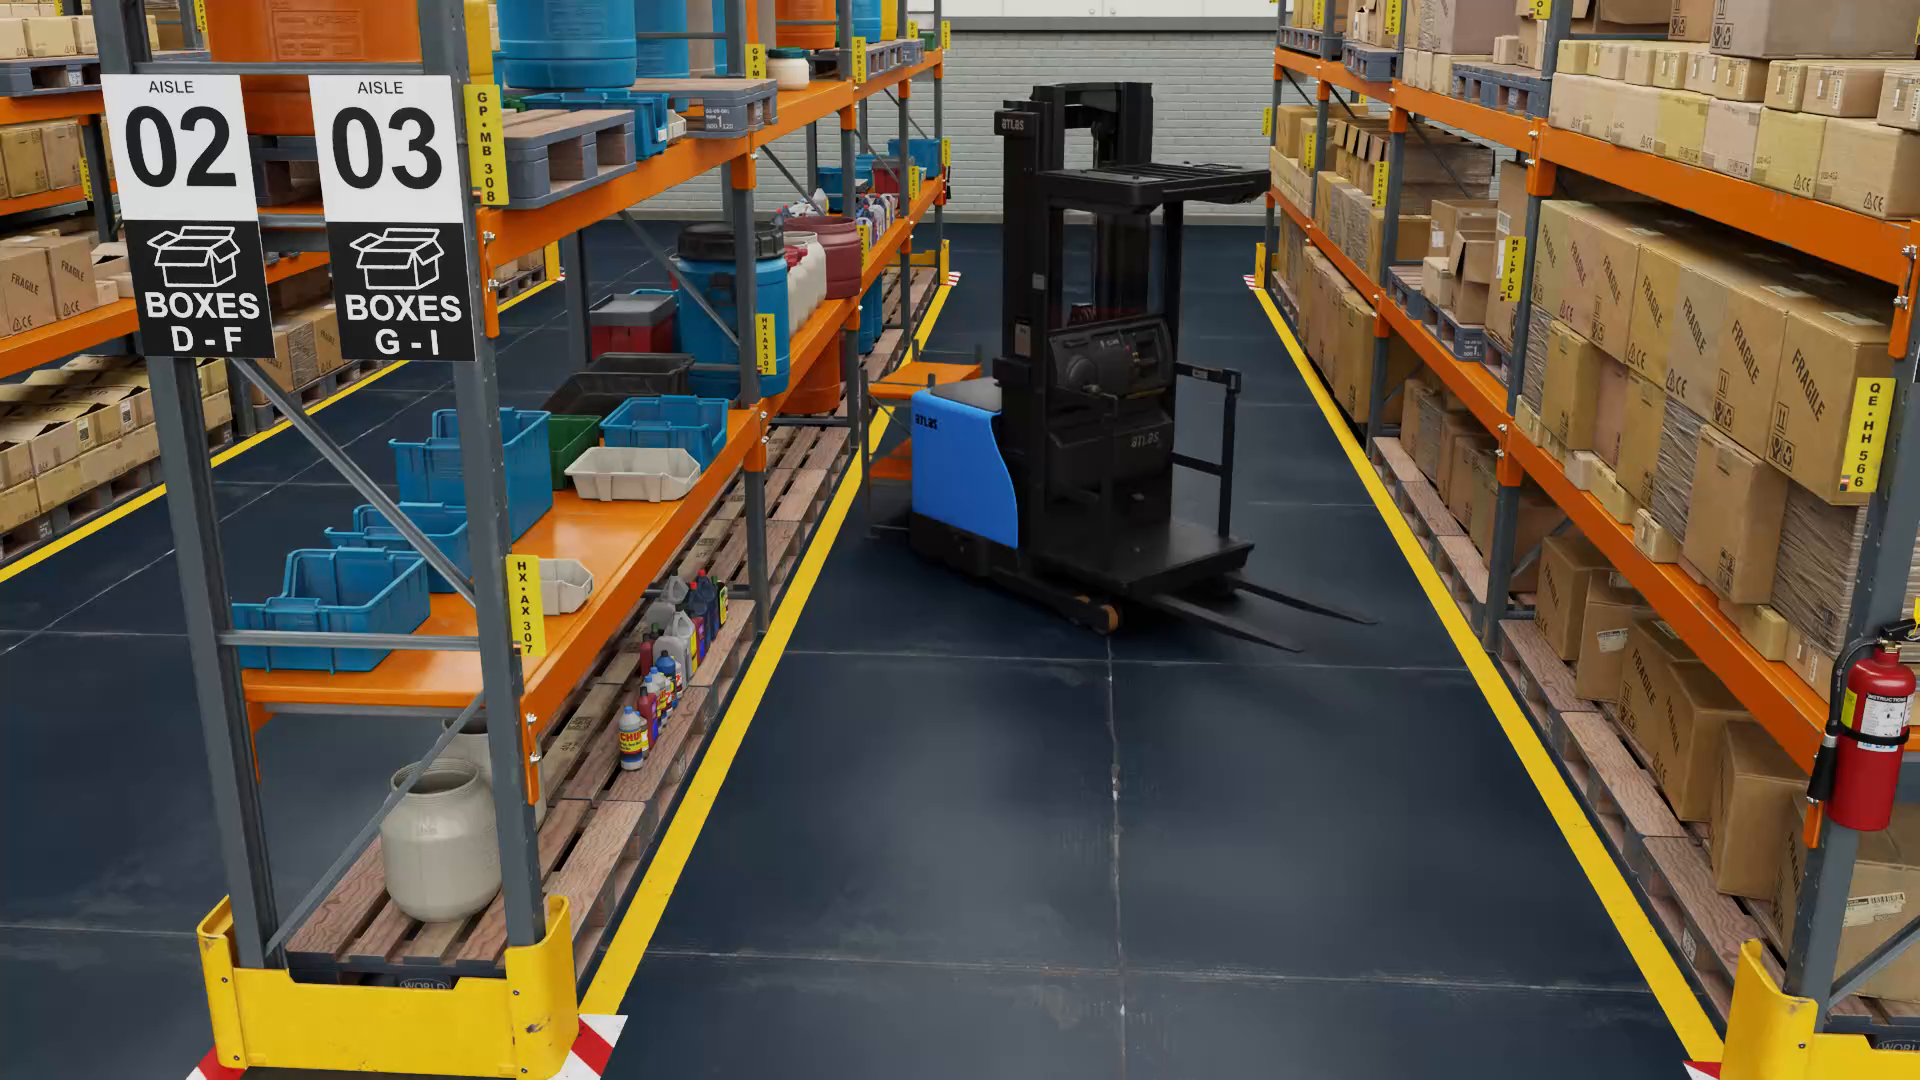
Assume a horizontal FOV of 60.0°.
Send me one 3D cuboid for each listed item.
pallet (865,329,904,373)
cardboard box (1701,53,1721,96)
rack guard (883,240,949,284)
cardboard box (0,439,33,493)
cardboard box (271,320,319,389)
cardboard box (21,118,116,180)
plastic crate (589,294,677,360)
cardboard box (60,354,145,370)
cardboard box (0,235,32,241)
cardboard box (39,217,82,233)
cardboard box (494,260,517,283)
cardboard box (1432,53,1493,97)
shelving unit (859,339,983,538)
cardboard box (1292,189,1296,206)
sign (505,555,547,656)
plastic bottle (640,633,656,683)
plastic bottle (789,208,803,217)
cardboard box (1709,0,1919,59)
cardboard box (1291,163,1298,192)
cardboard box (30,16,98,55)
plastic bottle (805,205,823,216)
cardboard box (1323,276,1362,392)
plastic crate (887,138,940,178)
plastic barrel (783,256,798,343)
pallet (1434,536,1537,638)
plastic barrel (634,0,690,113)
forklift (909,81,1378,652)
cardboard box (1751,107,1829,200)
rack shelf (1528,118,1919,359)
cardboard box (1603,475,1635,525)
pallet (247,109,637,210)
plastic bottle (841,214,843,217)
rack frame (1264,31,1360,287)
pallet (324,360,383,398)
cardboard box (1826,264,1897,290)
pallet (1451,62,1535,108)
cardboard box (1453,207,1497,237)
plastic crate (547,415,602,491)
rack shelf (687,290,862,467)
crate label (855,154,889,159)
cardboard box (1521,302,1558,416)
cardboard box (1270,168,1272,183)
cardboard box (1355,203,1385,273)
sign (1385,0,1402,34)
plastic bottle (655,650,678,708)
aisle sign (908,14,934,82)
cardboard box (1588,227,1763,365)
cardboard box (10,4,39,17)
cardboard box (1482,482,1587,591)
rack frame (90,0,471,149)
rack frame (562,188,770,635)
[{"bbox_3d":[-1.103,-1.845,16.215,1.003,0.211,1.213,1,18,4],"label":"pallet"},{"bbox_3d":[2.949,-1.696,6.065,0.380,0.149,0.250,0,18,1],"label":"cardboard box"},{"bbox_3d":[-0.730,-3.471,20.713,1.175,0.500,0.348,1,18,4],"label":"rack guard"},{"bbox_3d":[-6.200,-0.473,10.392,0.500,0.311,0.500,1,18,3],"label":"cardboard box"},{"bbox_3d":[-5.883,-1.597,14.288,0.500,0.500,0.500,1,18,2],"label":"cardboard box"},{"bbox_3d":[-10.668,-4.630,19.754,0.980,0.700,0.700,1,18,3],"label":"cardboard box"},{"bbox_3d":[-1.850,-1.112,9.396,0.402,0.464,0.583,1,18,4],"label":"plastic crate"},{"bbox_3d":[-6.563,-1.282,12.858,0.500,0.311,0.500,2,18,6],"label":"cardboard box"},{"bbox_3d":[-10.525,-3.282,18.421,0.380,0.149,0.250,2,18,6],"label":"cardboard box"},{"bbox_3d":[-10.795,-3.781,19.943,0.380,0.149,0.250,1,18,4],"label":"cardboard box"},{"bbox_3d":[-5.551,-3.197,19.570,0.500,0.250,0.500,1,18,4],"label":"cardboard box"},{"bbox_3d":[3.296,-2.951,10.534,0.500,0.250,0.500,2,18,5],"label":"cardboard box"},{"bbox_3d":[-0.245,-0.689,11.218,0.538,1.125,1.048,6,19,17],"label":"shelving unit"},{"bbox_3d":[3.703,-3.601,17.498,0.380,0.149,0.250,2,18,5],"label":"cardboard box"},{"bbox_3d":[-1.318,0.200,5.050,0.100,0.325,0.005,1,18,4],"label":"sign"},{"bbox_3d":[-1.497,0.572,8.016,0.061,0.283,0.133,1,18,4],"label":"plastic bottle"},{"bbox_3d":[-1.502,-2.855,15.018,0.152,0.276,0.135,1,18,4],"label":"plastic bottle"},{"bbox_3d":[2.933,-1.910,5.677,0.500,0.500,0.500,1,18,4],"label":"cardboard box"},{"bbox_3d":[3.775,-3.831,17.559,0.500,0.250,0.500,2,18,5],"label":"cardboard box"},{"bbox_3d":[-6.229,-3.527,11.618,0.500,0.250,0.500,2,18,5],"label":"cardboard box"},{"bbox_3d":[-1.334,-2.924,15.228,0.152,0.276,0.135,1,18,4],"label":"plastic bottle"},{"bbox_3d":[3.790,-1.736,14.143,1.225,0.875,0.875,1,18,4],"label":"cardboard box"},{"bbox_3d":[-0.557,-4.588,19.955,0.616,0.435,0.499,1,18,4],"label":"plastic crate"},{"bbox_3d":[-1.239,-1.509,10.492,0.433,0.535,0.433,0,18,0],"label":"plastic barrel"},{"bbox_3d":[3.415,0.270,9.761,1.003,0.211,1.213,1,18,4],"label":"pallet"},{"bbox_3d":[-1.759,-2.751,8.878,0.600,0.901,0.708,1,18,4],"label":"plastic barrel"},{"bbox_3d":[1.010,-1.041,9.393,1.130,2.935,3.031,-15,23,-38],"label":"forklift"},{"bbox_3d":[2.888,-1.236,5.301,0.500,0.250,0.500,1,18,4],"label":"cardboard box"},{"bbox_3d":[3.218,-1.276,6.338,1.077,0.370,4.000,1,18,4],"label":"rack shelf"},{"bbox_3d":[2.951,-0.168,7.022,0.380,0.149,0.250,1,18,4],"label":"cardboard box"},{"bbox_3d":[-1.709,-1.272,5.475,1.003,0.211,1.213,1,18,4],"label":"pallet"},{"bbox_3d":[-0.986,-2.712,14.462,0.144,0.351,0.185,1,18,4],"label":"plastic bottle"},{"bbox_3d":[4.221,-4.541,19.963,1.000,3.000,0.127,1,18,4],"label":"rack frame"},{"bbox_3d":[-6.051,-1.562,15.351,1.003,0.211,1.213,1,18,4],"label":"pallet"},{"bbox_3d":[3.463,-0.711,6.030,0.500,0.500,0.500,1,18,4],"label":"cardboard box"},{"bbox_3d":[3.583,-2.661,9.712,1.213,0.211,1.003,1,18,4],"label":"pallet"},{"bbox_3d":[3.709,-1.959,11.249,0.700,0.500,0.500,4,19,12],"label":"cardboard box"},{"bbox_3d":[-1.958,-0.408,7.692,0.450,0.188,0.662,1,18,4],"label":"plastic crate"},{"bbox_3d":[-1.436,-1.204,10.934,1.077,0.370,4.000,1,18,4],"label":"rack shelf"},{"bbox_3d":[-1.065,-4.531,20.106,0.416,0.233,0.303,1,18,4],"label":"crate label"},{"bbox_3d":[3.267,-0.864,8.105,0.875,0.500,0.500,1,18,4],"label":"cardboard box"},{"bbox_3d":[3.867,-4.318,19.688,0.380,0.149,0.250,1,18,5],"label":"cardboard box"},{"bbox_3d":[3.478,-2.417,13.321,0.500,0.500,0.500,1,18,3],"label":"cardboard box"},{"bbox_3d":[3.095,-3.780,11.866,0.100,0.325,0.005,1,18,4],"label":"sign"},{"bbox_3d":[-1.379,0.649,7.800,0.097,0.271,0.097,0,18,0],"label":"plastic bottle"},{"bbox_3d":[-0.422,-5.902,19.944,0.394,0.787,0.004,1,18,4],"label":"aisle sign"},{"bbox_3d":[3.004,-1.033,7.014,0.500,0.500,0.500,1,18,4],"label":"cardboard box"},{"bbox_3d":[-10.495,-5.757,18.265,0.500,0.250,0.500,1,18,2],"label":"cardboard box"},{"bbox_3d":[3.426,-0.025,9.490,0.700,0.500,0.500,0,18,0],"label":"cardboard box"},{"bbox_3d":[-1.866,-2.533,4.201,1.000,3.000,0.127,1,18,4],"label":"rack frame"},{"bbox_3d":[-1.579,-0.924,8.926,1.000,3.000,0.127,1,18,4],"label":"rack frame"}]
